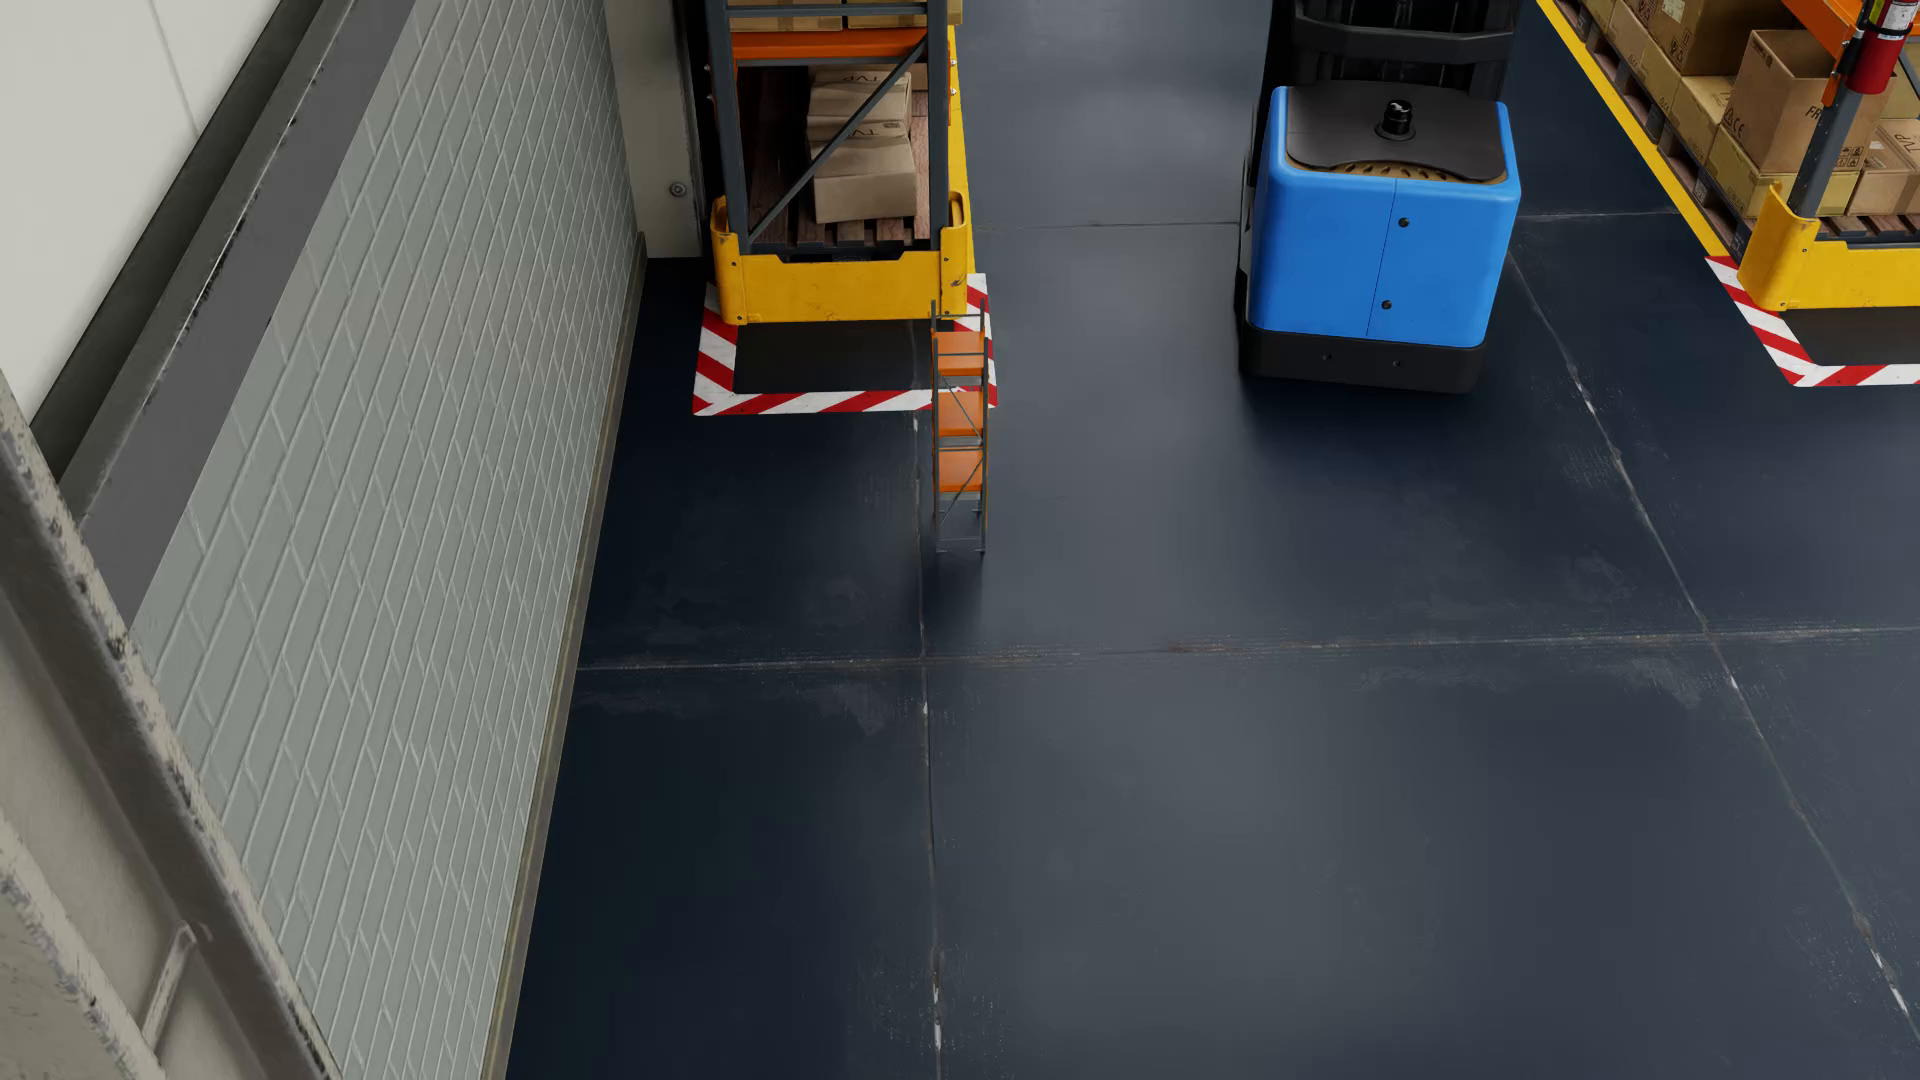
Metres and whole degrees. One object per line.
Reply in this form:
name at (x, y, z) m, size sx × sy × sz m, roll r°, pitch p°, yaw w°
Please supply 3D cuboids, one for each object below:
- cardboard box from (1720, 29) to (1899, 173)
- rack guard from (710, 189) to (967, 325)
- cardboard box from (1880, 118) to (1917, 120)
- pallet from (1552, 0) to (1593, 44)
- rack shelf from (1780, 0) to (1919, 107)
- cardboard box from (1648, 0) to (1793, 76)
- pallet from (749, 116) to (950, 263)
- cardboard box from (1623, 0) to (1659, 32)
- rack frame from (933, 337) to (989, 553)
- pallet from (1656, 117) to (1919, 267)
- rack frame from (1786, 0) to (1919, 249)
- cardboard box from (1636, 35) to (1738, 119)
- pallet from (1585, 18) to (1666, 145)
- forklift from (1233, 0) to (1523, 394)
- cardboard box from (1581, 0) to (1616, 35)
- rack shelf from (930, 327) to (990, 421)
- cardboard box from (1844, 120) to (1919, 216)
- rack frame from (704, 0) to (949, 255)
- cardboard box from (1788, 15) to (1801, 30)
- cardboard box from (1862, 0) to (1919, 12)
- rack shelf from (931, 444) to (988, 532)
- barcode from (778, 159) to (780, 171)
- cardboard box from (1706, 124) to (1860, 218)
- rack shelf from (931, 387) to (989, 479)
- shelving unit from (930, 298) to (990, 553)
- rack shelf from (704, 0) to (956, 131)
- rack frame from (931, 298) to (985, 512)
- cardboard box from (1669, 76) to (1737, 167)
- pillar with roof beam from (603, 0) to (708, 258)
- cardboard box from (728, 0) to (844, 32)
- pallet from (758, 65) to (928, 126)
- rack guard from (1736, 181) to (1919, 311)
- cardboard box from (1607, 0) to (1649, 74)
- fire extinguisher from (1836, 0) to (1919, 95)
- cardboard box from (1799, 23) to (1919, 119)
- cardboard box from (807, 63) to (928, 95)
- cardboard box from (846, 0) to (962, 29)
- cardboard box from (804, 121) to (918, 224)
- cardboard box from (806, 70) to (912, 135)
cardboard box at (4.076, -2.118, 8.010) m, size 0.500 × 0.500 × 0.500 m, roll -2°, pitch 43°, yaw -2°
rack guard at (-0.557, -1.332, 7.833) m, size 1.175 × 0.500 × 0.348 m, roll -2°, pitch 43°, yaw -2°
cardboard box at (4.570, -2.194, 8.648) m, size 0.500 × 0.250 × 0.500 m, roll -2°, pitch 43°, yaw -2°
pallet at (4.218, -3.481, 10.392) m, size 1.003 × 0.211 × 1.213 m, roll -2°, pitch 43°, yaw -2°
rack shelf at (4.311, -3.432, 8.806) m, size 1.077 × 0.370 × 4.000 m, roll -2°, pitch 43°, yaw -2°
cardboard box at (4.019, -2.793, 8.746) m, size 0.500 × 0.500 × 0.500 m, roll -2°, pitch 43°, yaw -2°
pallet at (-0.556, -1.775, 8.530) m, size 1.003 × 0.211 × 1.213 m, roll -2°, pitch 43°, yaw -2°
cardboard box at (3.999, -3.130, 9.114) m, size 0.500 × 0.500 × 0.500 m, roll -2°, pitch 43°, yaw -2°
rack frame at (0.003, -0.341, 6.345) m, size 0.200 × 1.050 × 0.008 m, roll -2°, pitch 43°, yaw -2°
pallet at (4.321, -1.834, 8.594) m, size 1.003 × 0.211 × 1.213 m, roll -2°, pitch 43°, yaw -2°
rack frame at (4.396, -2.347, 7.090) m, size 1.000 × 3.000 × 0.127 m, roll -2°, pitch 43°, yaw -2°
cardboard box at (4.022, -2.516, 8.999) m, size 0.500 × 0.250 × 0.500 m, roll -2°, pitch 43°, yaw -2°
pallet at (4.273, -2.656, 9.491) m, size 1.003 × 0.211 × 1.213 m, roll -2°, pitch 43°, yaw -2°
forklift at (2.001, -2.728, 7.557) m, size 1.130 × 2.935 × 3.031 m, roll 6°, pitch 43°, yaw 7°
cardboard box at (3.975, -3.191, 9.736) m, size 0.500 × 0.250 × 0.500 m, roll -2°, pitch 43°, yaw -2°
rack shelf at (-0.002, -0.625, 6.250) m, size 0.215 × 0.259 × 0.240 m, roll -2°, pitch 43°, yaw -2°
cardboard box at (4.595, -1.856, 8.279) m, size 0.500 × 0.250 × 0.500 m, roll -2°, pitch 43°, yaw -2°
rack frame at (-0.553, -2.202, 6.933) m, size 1.000 × 3.000 × 0.127 m, roll -2°, pitch 43°, yaw -2°
cardboard box at (4.538, -2.807, 8.762) m, size 0.500 × 0.500 × 0.500 m, roll -2°, pitch 43°, yaw -2°
cardboard box at (4.389, -2.699, 7.401) m, size 0.700 × 0.500 × 0.500 m, roll -2°, pitch 43°, yaw -2°
rack shelf at (-0.002, -0.210, 6.630) m, size 0.215 × 0.259 × 0.240 m, roll -2°, pitch 43°, yaw -2°
barcode at (-0.893, -1.847, 8.203) m, size 0.001 × 0.075 × 0.075 m, roll -2°, pitch 43°, yaw -2°
cardboard box at (4.078, -1.842, 8.263) m, size 0.500 × 0.250 × 0.500 m, roll -2°, pitch 43°, yaw -2°
rack shelf at (-0.002, -0.415, 6.442) m, size 0.215 × 0.259 × 0.240 m, roll -2°, pitch 43°, yaw -2°
shelving unit at (-0.002, -0.423, 6.435) m, size 0.215 × 1.050 × 0.252 m, roll -2°, pitch 43°, yaw -2°
rack shelf at (-0.638, -3.287, 8.649) m, size 1.077 × 0.370 × 4.000 m, roll -2°, pitch 43°, yaw -2°
rack frame at (-0.007, -0.506, 6.525) m, size 0.200 × 1.050 × 0.008 m, roll -2°, pitch 43°, yaw -2°
cardboard box at (4.045, -2.179, 8.631) m, size 0.500 × 0.250 × 0.500 m, roll -2°, pitch 43°, yaw -2°
pillar with roof beam at (2.854, -4.985, 5.529) m, size 9.100 × 9.000 × 0.400 m, roll -2°, pitch 43°, yaw -2°
cardboard box at (-0.767, -2.464, 7.315) m, size 0.500 × 0.250 × 0.500 m, roll -1°, pitch 43°, yaw -1°
pallet at (-0.605, -2.597, 9.427) m, size 1.003 × 0.211 × 1.213 m, roll -2°, pitch 43°, yaw -2°
rack guard at (4.397, -1.409, 7.917) m, size 1.175 × 0.500 × 0.348 m, roll -2°, pitch 43°, yaw -2°
cardboard box at (4.002, -2.854, 9.368) m, size 0.500 × 0.250 × 0.500 m, roll -2°, pitch 43°, yaw -2°
fire extinguisher at (3.937, -2.225, 7.015) m, size 0.296 × 0.674 × 0.183 m, roll -2°, pitch 43°, yaw -2°
cardboard box at (4.572, -2.470, 8.394) m, size 0.500 × 0.500 × 0.500 m, roll -2°, pitch 43°, yaw -2°
cardboard box at (-0.498, -2.794, 9.103) m, size 0.700 × 0.500 × 0.500 m, roll -4°, pitch 43°, yaw -4°
cardboard box at (-0.257, -2.493, 7.346) m, size 0.500 × 0.250 × 0.500 m, roll -3°, pitch 43°, yaw -3°
cardboard box at (-0.493, -1.843, 8.205) m, size 0.500 × 0.311 × 0.500 m, roll -6°, pitch 43°, yaw -7°
cardboard box at (-0.517, -2.228, 8.625) m, size 0.500 × 0.311 × 0.500 m, roll 2°, pitch 43°, yaw 2°
